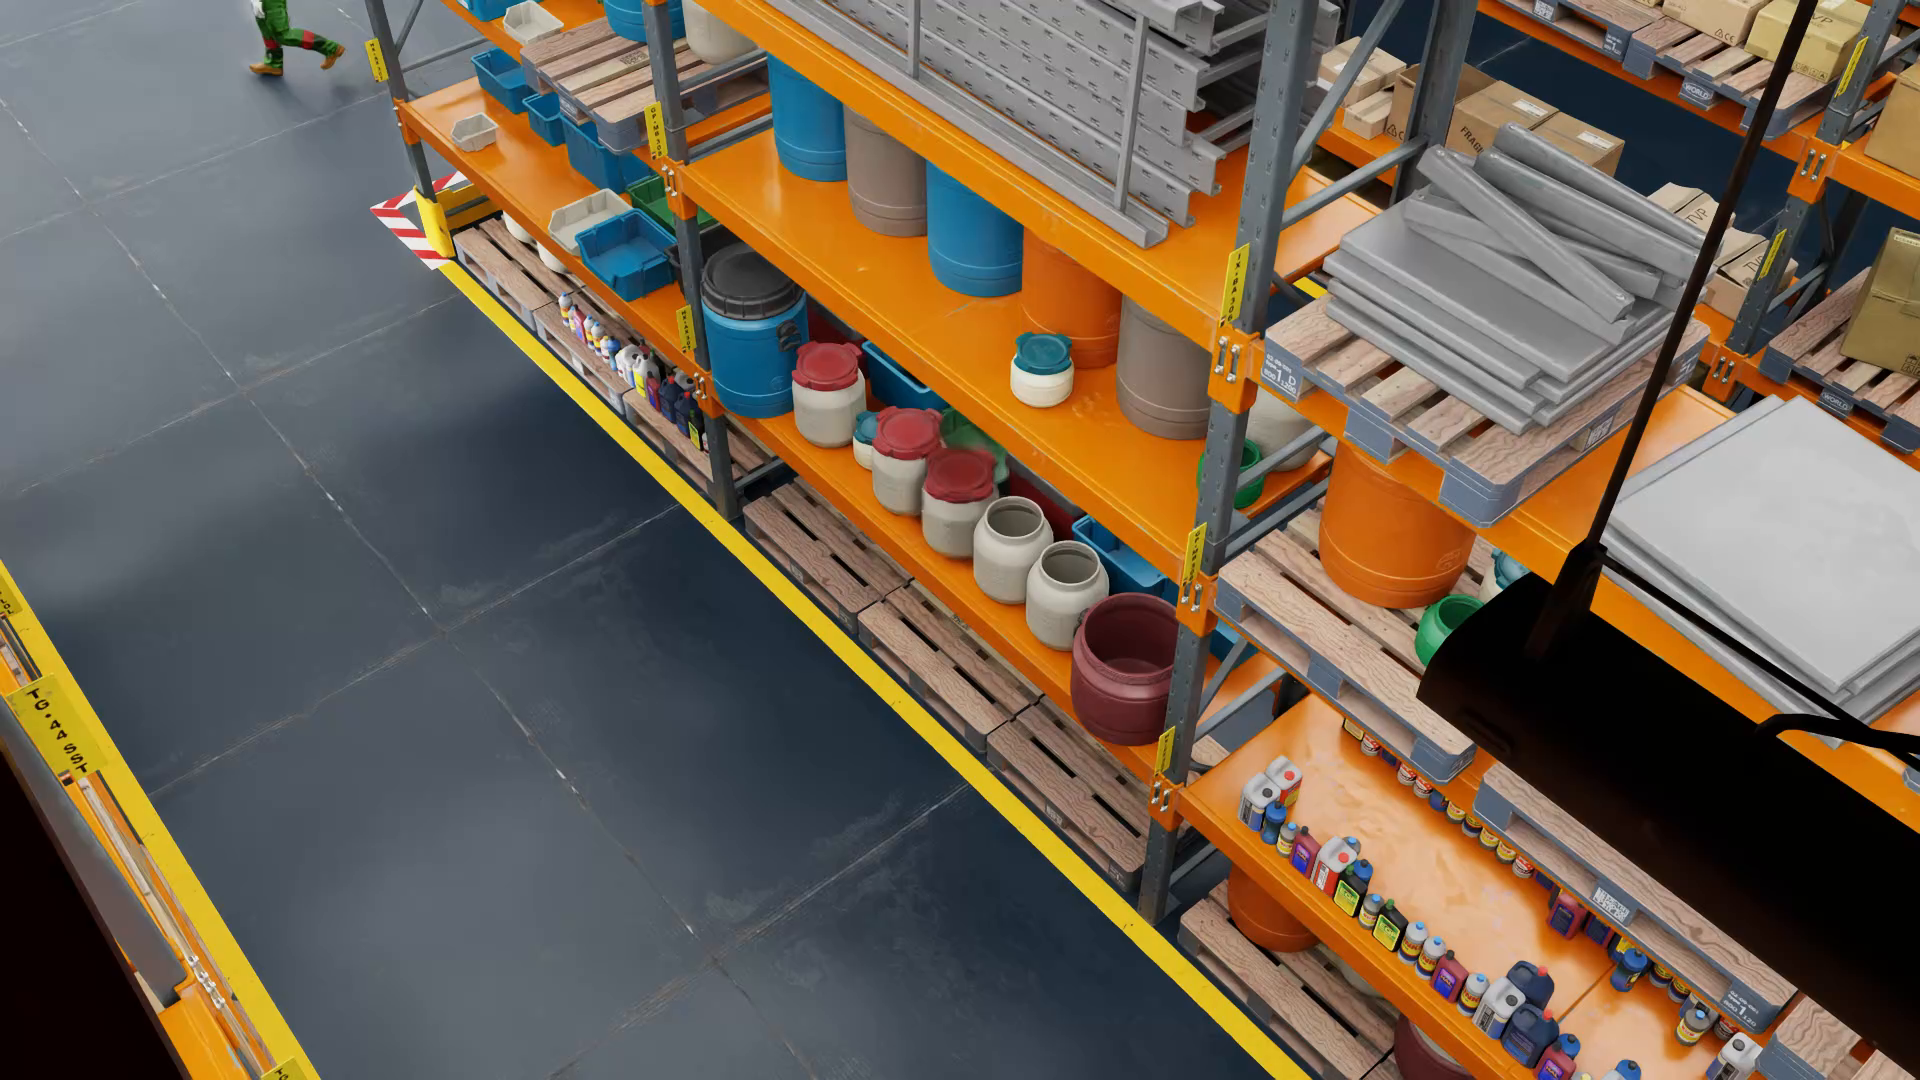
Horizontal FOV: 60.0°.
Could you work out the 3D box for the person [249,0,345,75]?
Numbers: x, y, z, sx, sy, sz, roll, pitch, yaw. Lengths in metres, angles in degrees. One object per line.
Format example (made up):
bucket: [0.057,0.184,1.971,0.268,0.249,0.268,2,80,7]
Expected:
person: [-5.916,-4.763,14.283,0.910,1.764,0.612,-6,47,-5]
